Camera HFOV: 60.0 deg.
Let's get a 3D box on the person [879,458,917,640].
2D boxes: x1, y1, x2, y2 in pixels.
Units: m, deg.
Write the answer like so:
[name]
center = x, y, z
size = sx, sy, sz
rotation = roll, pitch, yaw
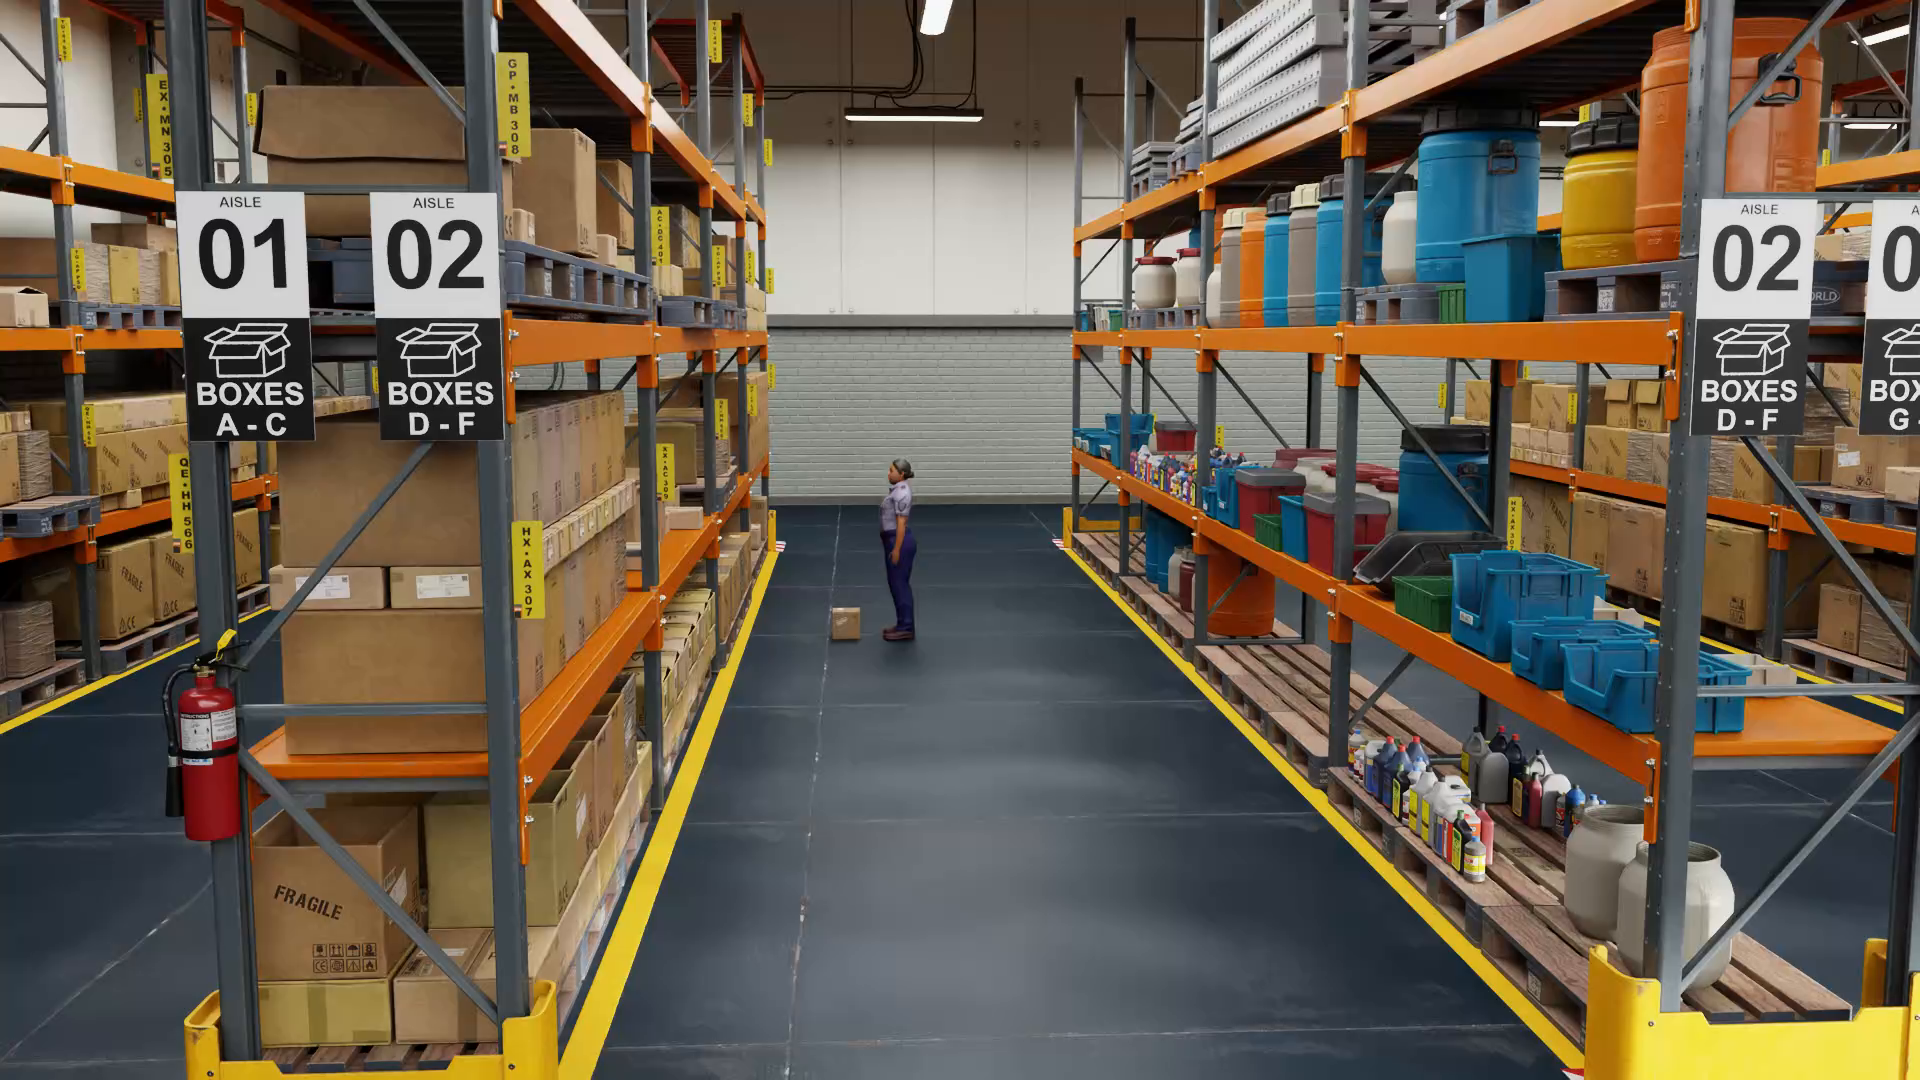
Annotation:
[person]
center = -0.569, 0.076, 15.209
size = 0.345, 1.650, 0.466
rotation = 0, 7, -2
